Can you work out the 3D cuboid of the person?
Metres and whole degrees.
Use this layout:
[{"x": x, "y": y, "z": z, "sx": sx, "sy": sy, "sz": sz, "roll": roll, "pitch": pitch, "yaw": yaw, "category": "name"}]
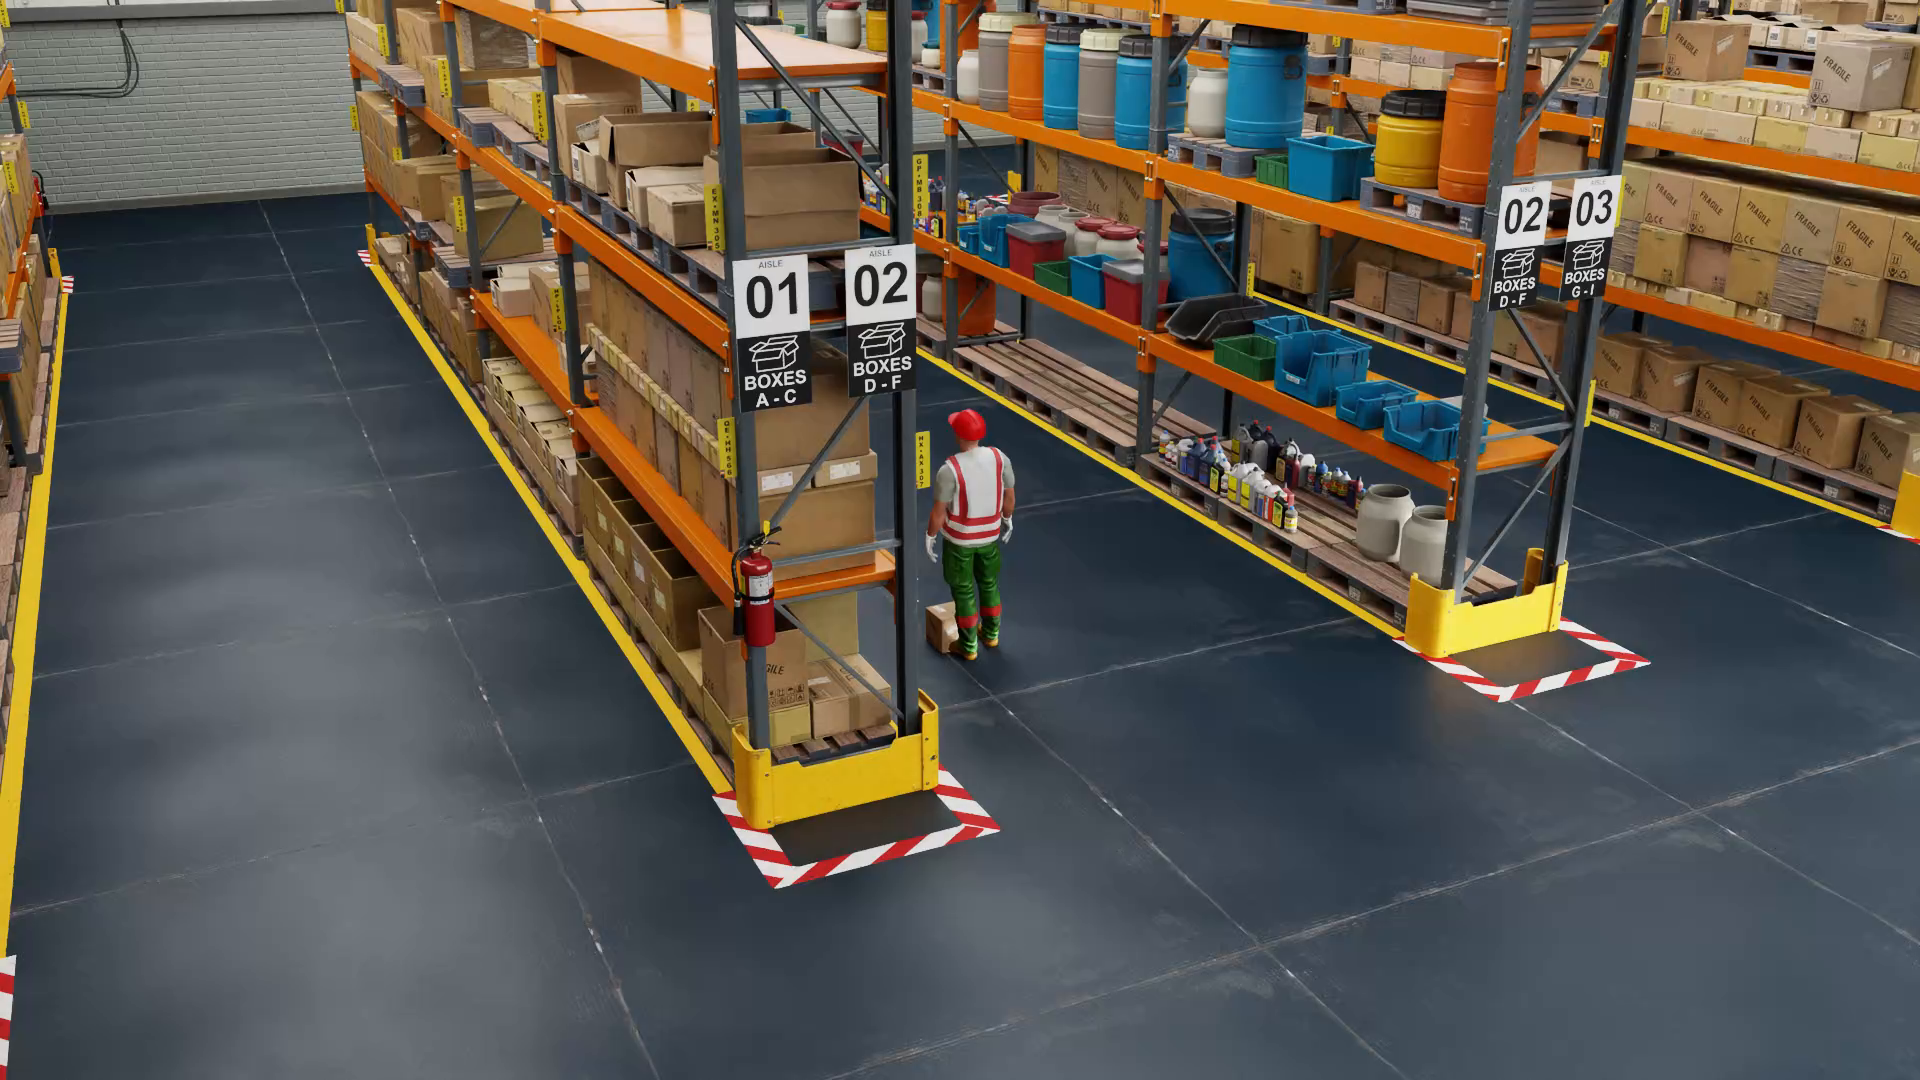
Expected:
[{"x": 0.041, "y": -0.059, "z": 11.119, "sx": 0.638, "sy": 1.790, "sz": 0.561, "roll": -10, "pitch": 24, "yaw": -24, "category": "person"}]
